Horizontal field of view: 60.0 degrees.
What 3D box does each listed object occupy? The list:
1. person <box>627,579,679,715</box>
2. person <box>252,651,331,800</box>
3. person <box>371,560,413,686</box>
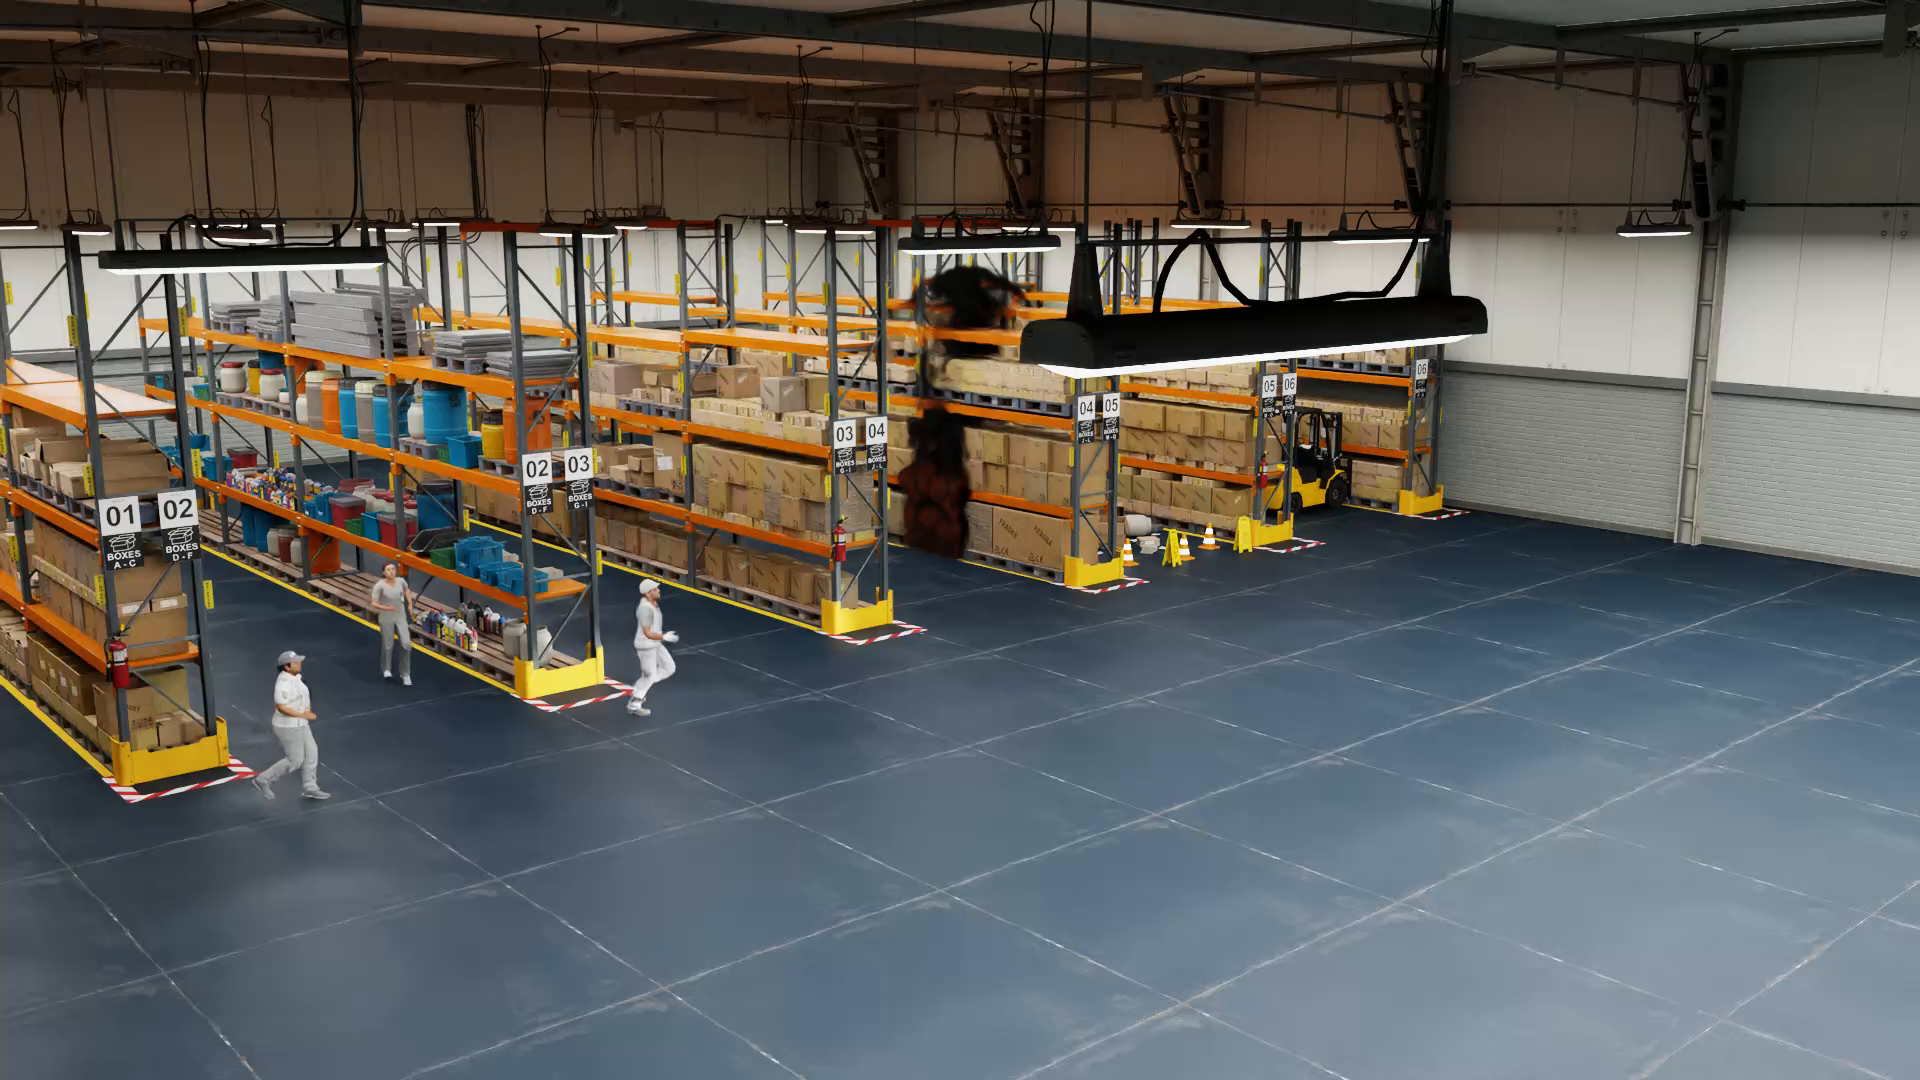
[{"bbox_3d":[-3.852,1.327,20.889,0.698,1.737,0.696,0,11,0],"label":"person"},{"bbox_3d":[-7.206,2.005,17.828,0.763,1.675,0.631,-2,12,-11],"label":"person"},{"bbox_3d":[-7.564,1.116,22.213,0.584,1.740,0.732,-8,14,-36],"label":"person"}]
